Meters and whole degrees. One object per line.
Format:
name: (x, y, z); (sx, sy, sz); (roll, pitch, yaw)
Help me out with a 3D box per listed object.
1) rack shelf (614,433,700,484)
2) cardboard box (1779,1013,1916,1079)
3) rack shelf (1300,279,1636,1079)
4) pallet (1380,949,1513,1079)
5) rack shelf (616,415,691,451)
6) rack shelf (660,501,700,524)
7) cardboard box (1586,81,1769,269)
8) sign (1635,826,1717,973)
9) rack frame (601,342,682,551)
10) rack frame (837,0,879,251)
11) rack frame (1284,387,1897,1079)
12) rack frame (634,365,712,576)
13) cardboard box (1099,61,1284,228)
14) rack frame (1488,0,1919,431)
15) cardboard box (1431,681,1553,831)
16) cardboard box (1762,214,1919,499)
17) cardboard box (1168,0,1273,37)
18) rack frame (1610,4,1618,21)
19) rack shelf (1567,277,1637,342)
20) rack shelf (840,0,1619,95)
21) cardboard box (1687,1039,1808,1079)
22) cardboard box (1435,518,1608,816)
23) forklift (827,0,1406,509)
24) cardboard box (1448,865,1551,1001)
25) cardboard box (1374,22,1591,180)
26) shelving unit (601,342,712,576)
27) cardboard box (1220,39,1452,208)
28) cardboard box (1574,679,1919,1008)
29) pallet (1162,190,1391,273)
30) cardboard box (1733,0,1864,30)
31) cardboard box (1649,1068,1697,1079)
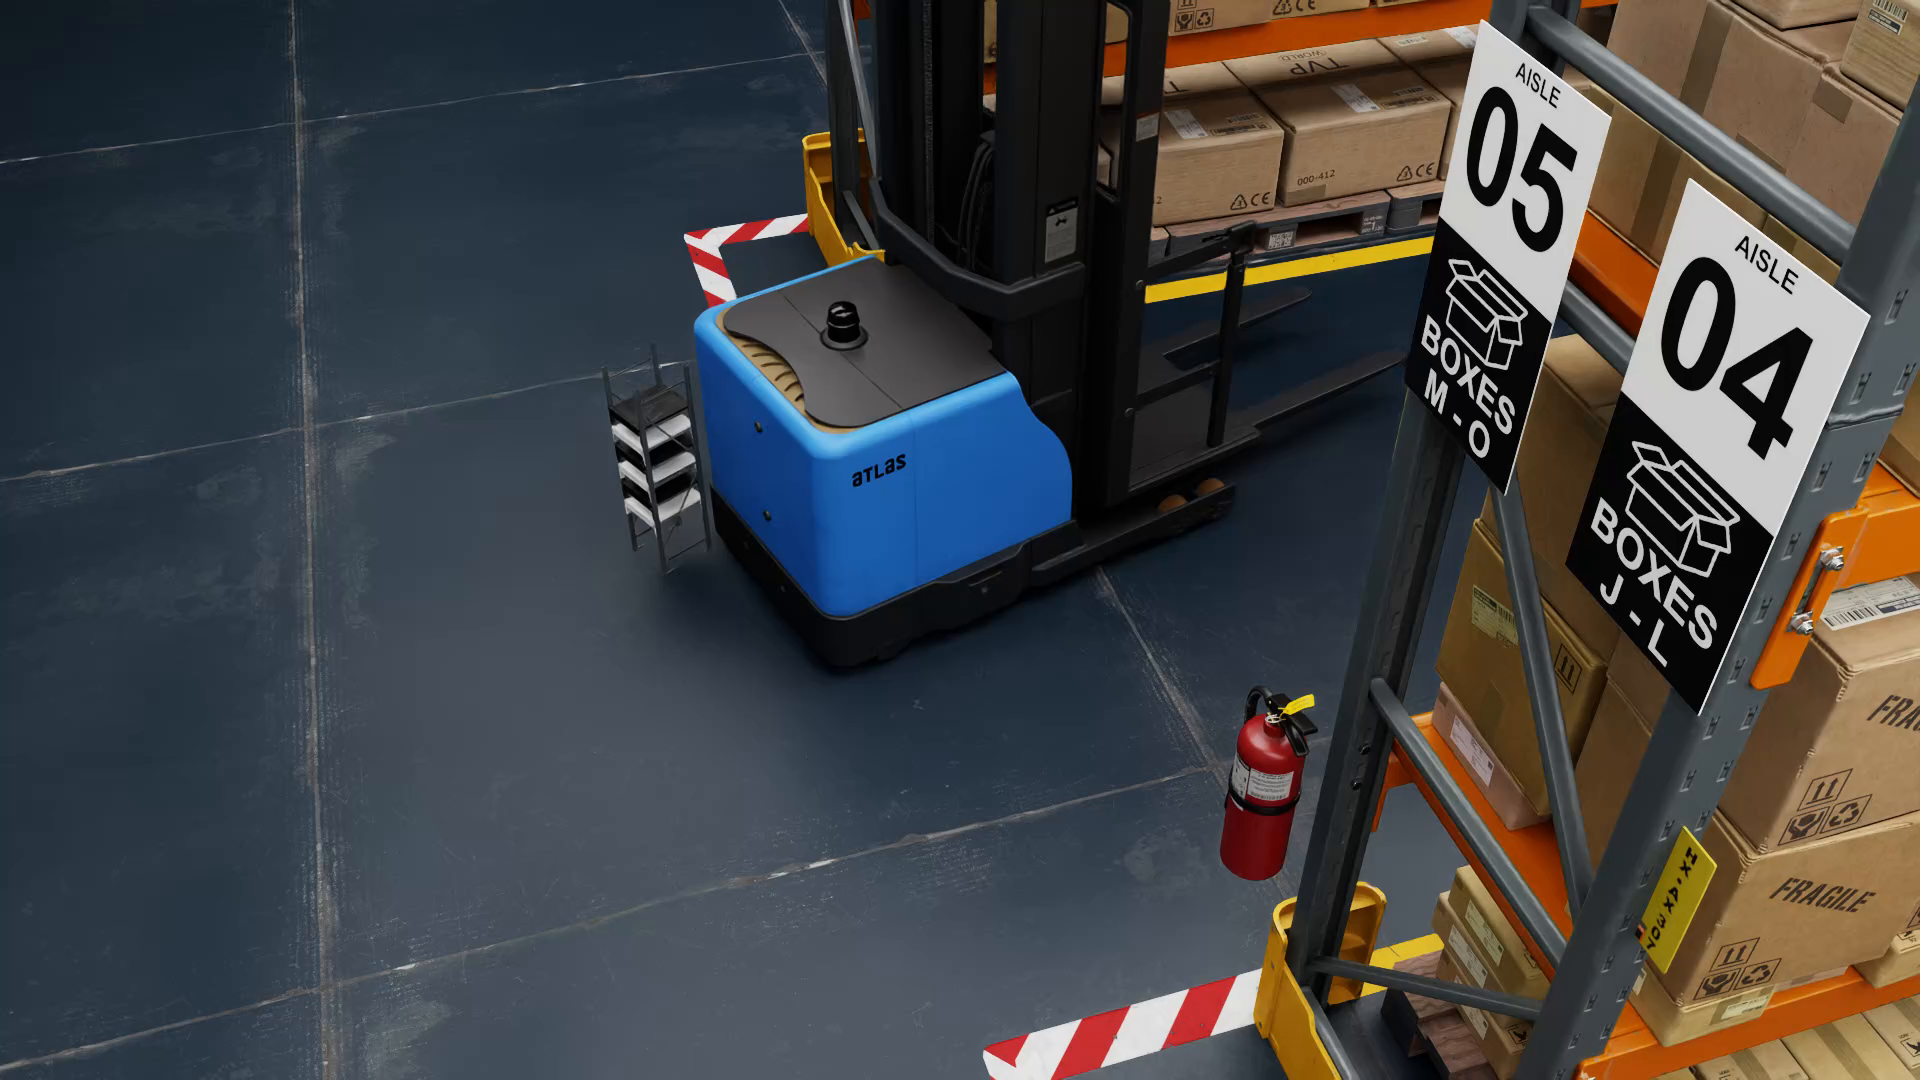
rack shelf: (-1.159, -0.343, 6.372); (0.258, 0.077, 0.200); (-32, 50, -31)
cardboard box: (2.254, 1.350, 4.321); (0.250, 0.149, 0.380); (-12, 43, -13)
rack shelf: (1.147, 0.650, 3.726); (0.053, 2.616, 0.949); (-12, 42, -13)
pallet: (2.004, 1.545, 4.822); (1.213, 0.211, 1.003); (-12, 42, -13)
rack shelf: (6.461, -0.398, 3.669); (8.524, 3.440, 13.581); (-32, 50, -31)
rack shelf: (-1.158, -0.151, 6.540); (0.199, 0.015, 0.184); (-32, 50, -31)
cardboard box: (1.501, -0.681, 3.084); (0.500, 0.250, 0.500); (-13, 43, -14)
sign: (1.309, 0.662, 3.054); (0.005, 0.325, 0.100); (-12, 42, -13)
rack frame: (-1.229, -0.349, 6.465); (0.240, 0.900, 0.006); (-32, 50, -31)
rack frame: (-0.438, -2.441, 7.264); (0.053, 2.616, 0.949); (-12, 42, -13)
rack frame: (1.146, 0.648, 3.729); (0.127, 3.000, 1.000); (-12, 42, -13)
rack frame: (-1.089, -0.252, 6.354); (0.240, 0.900, 0.006); (-32, 50, -31)
cardboard box: (1.033, -2.011, 8.400); (0.875, 0.438, 0.875); (-11, 42, -12)
rack frame: (1.146, -1.611, 1.755); (0.127, 3.000, 1.000); (-12, 42, -13)
cardboard box: (1.372, 0.501, 4.088); (0.250, 0.149, 0.380); (-12, 42, -13)
cardboard box: (1.651, -0.354, 2.709); (0.529, 0.250, 0.529); (-13, 43, -14)
cardboard box: (1.072, -2.598, 7.367); (0.500, 0.500, 0.500); (-12, 43, -13)
rack frame: (3.377, -3.231, 8.169); (0.053, 2.616, 0.949); (-12, 42, -13)
rack shelf: (3.054, -0.660, 3.384); (3.687, 0.071, 0.831); (-12, 42, -13)
rack shelf: (1.471, -2.563, 7.950); (4.000, 0.370, 1.077); (-12, 42, -13)
cardboard box: (1.975, 1.319, 4.356); (0.250, 0.149, 0.380); (-11, 42, -12)
cardboard box: (1.498, 0.248, 3.884); (0.500, 0.500, 0.500); (-11, 42, -12)
forklift: (1.427, -5.164, 8.703); (9.201, 5.209, 7.933); (-23, 46, -24)
cardboard box: (1.575, 1.076, 4.634); (0.250, 0.149, 0.380); (-11, 42, -13)
cardboard box: (2.747, -2.366, 8.806); (0.875, 0.438, 0.875); (-12, 43, -14)
shelving unit: (6.451, -0.169, 3.865); (8.543, 4.044, 13.591); (-32, 50, -31)
cardboard box: (1.893, -2.188, 8.603); (0.875, 0.438, 0.875); (-13, 43, -14)
cardboard box: (1.657, 0.583, 3.501); (0.500, 0.500, 0.500); (-10, 42, -11)
pallet: (1.464, -1.834, 8.689); (1.213, 0.211, 1.003); (-12, 42, -13)
cardboard box: (1.375, -1.014, 2.782); (0.250, 0.149, 0.380); (-12, 43, -13)
cardboard box: (1.748, 1.449, 4.207); (0.250, 0.149, 0.380); (-14, 43, -15)
